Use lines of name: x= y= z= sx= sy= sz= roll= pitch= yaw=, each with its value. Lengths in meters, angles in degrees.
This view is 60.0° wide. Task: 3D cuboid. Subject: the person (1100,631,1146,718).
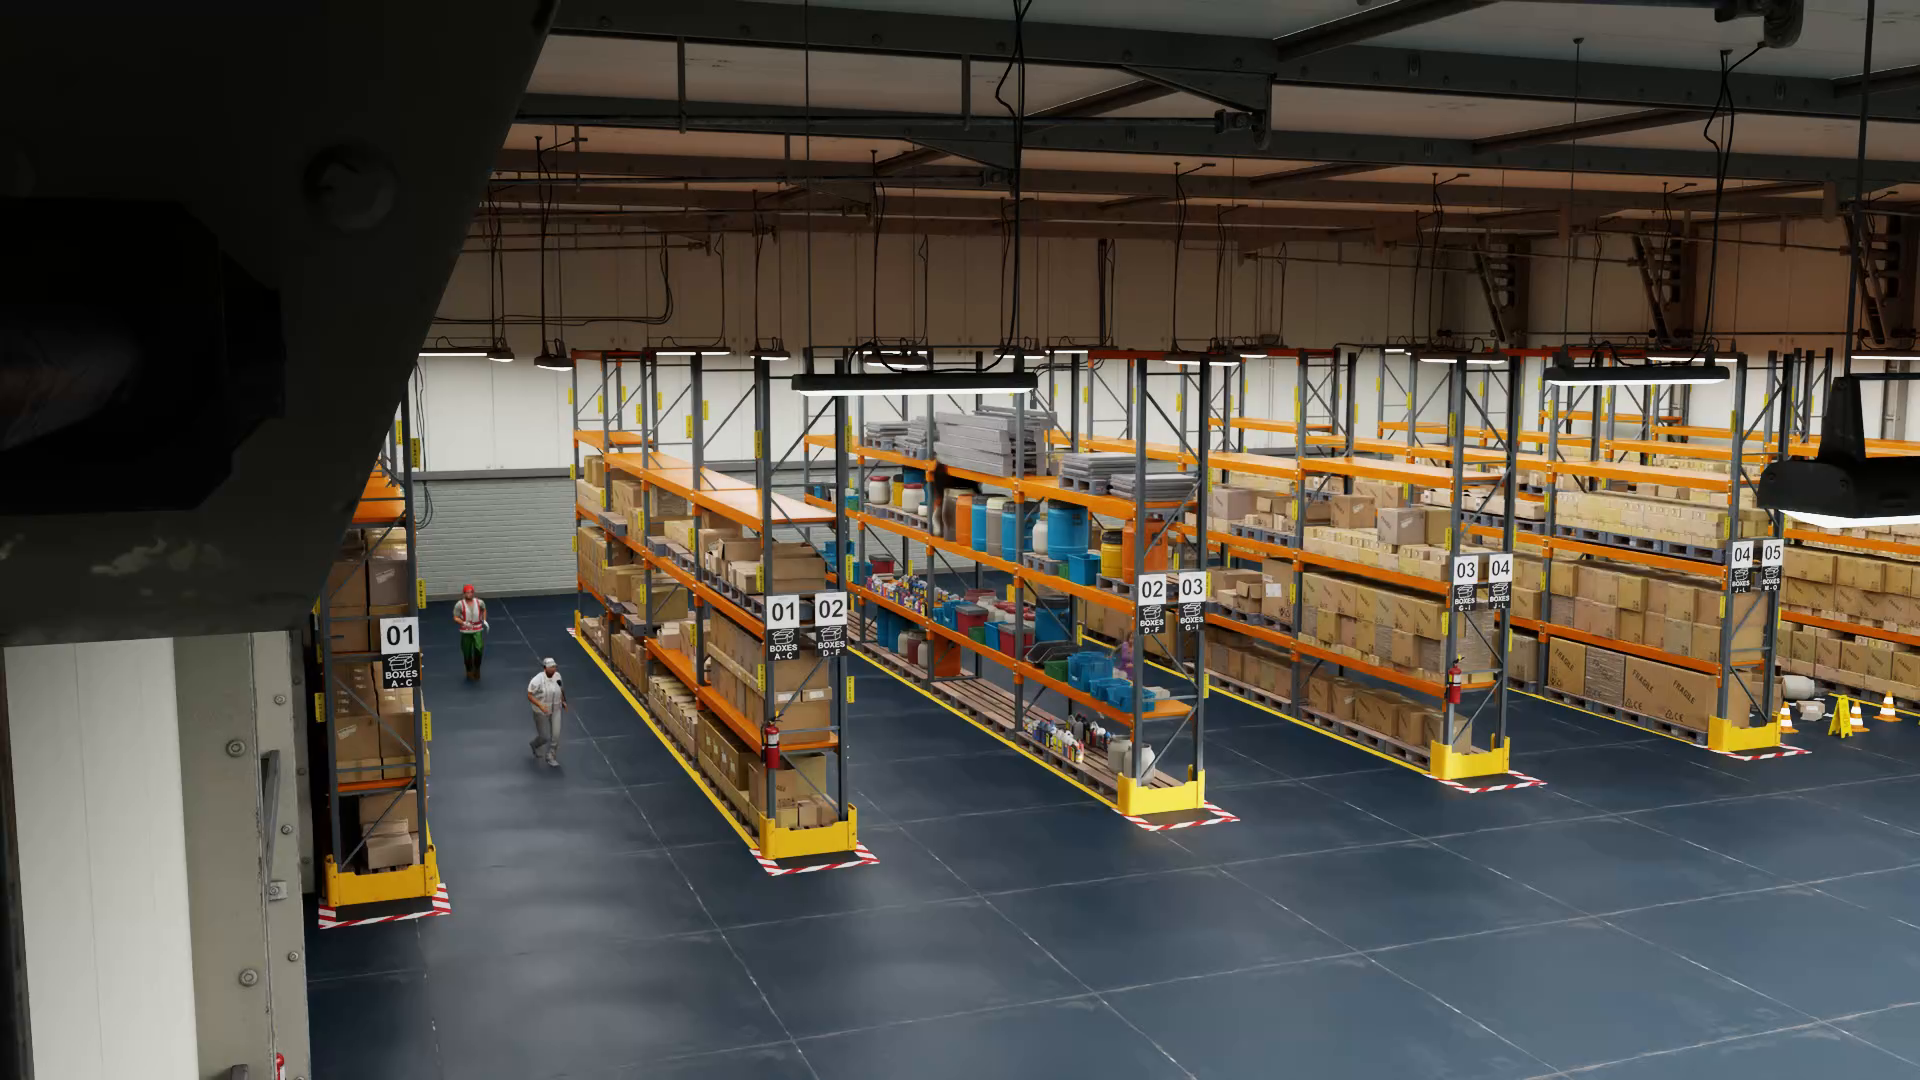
person: x=2.647 y=2.206 z=27.045 sx=0.692 sy=1.524 sz=0.653 roll=-1 pitch=7 yaw=-5

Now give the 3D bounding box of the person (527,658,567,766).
person: x=-6.106 y=2.509 z=24.507 sx=0.606 sy=1.613 sz=0.652 roll=-6 pitch=9 yaw=-38

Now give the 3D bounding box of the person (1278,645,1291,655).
person: x=6.362 y=1.569 z=31.629 sx=0.685 sy=1.695 sz=0.699 roll=-5 pitch=9 yaw=-36

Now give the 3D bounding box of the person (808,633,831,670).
person: x=-2.402 y=1.912 z=28.490 sx=0.674 sy=1.791 sz=0.711 roll=-4 pitch=8 yaw=-30

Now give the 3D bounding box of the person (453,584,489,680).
person: x=-8.896 y=1.682 z=30.306 sx=0.640 sy=1.766 sz=0.777 roll=-3 pitch=8 yaw=-22
